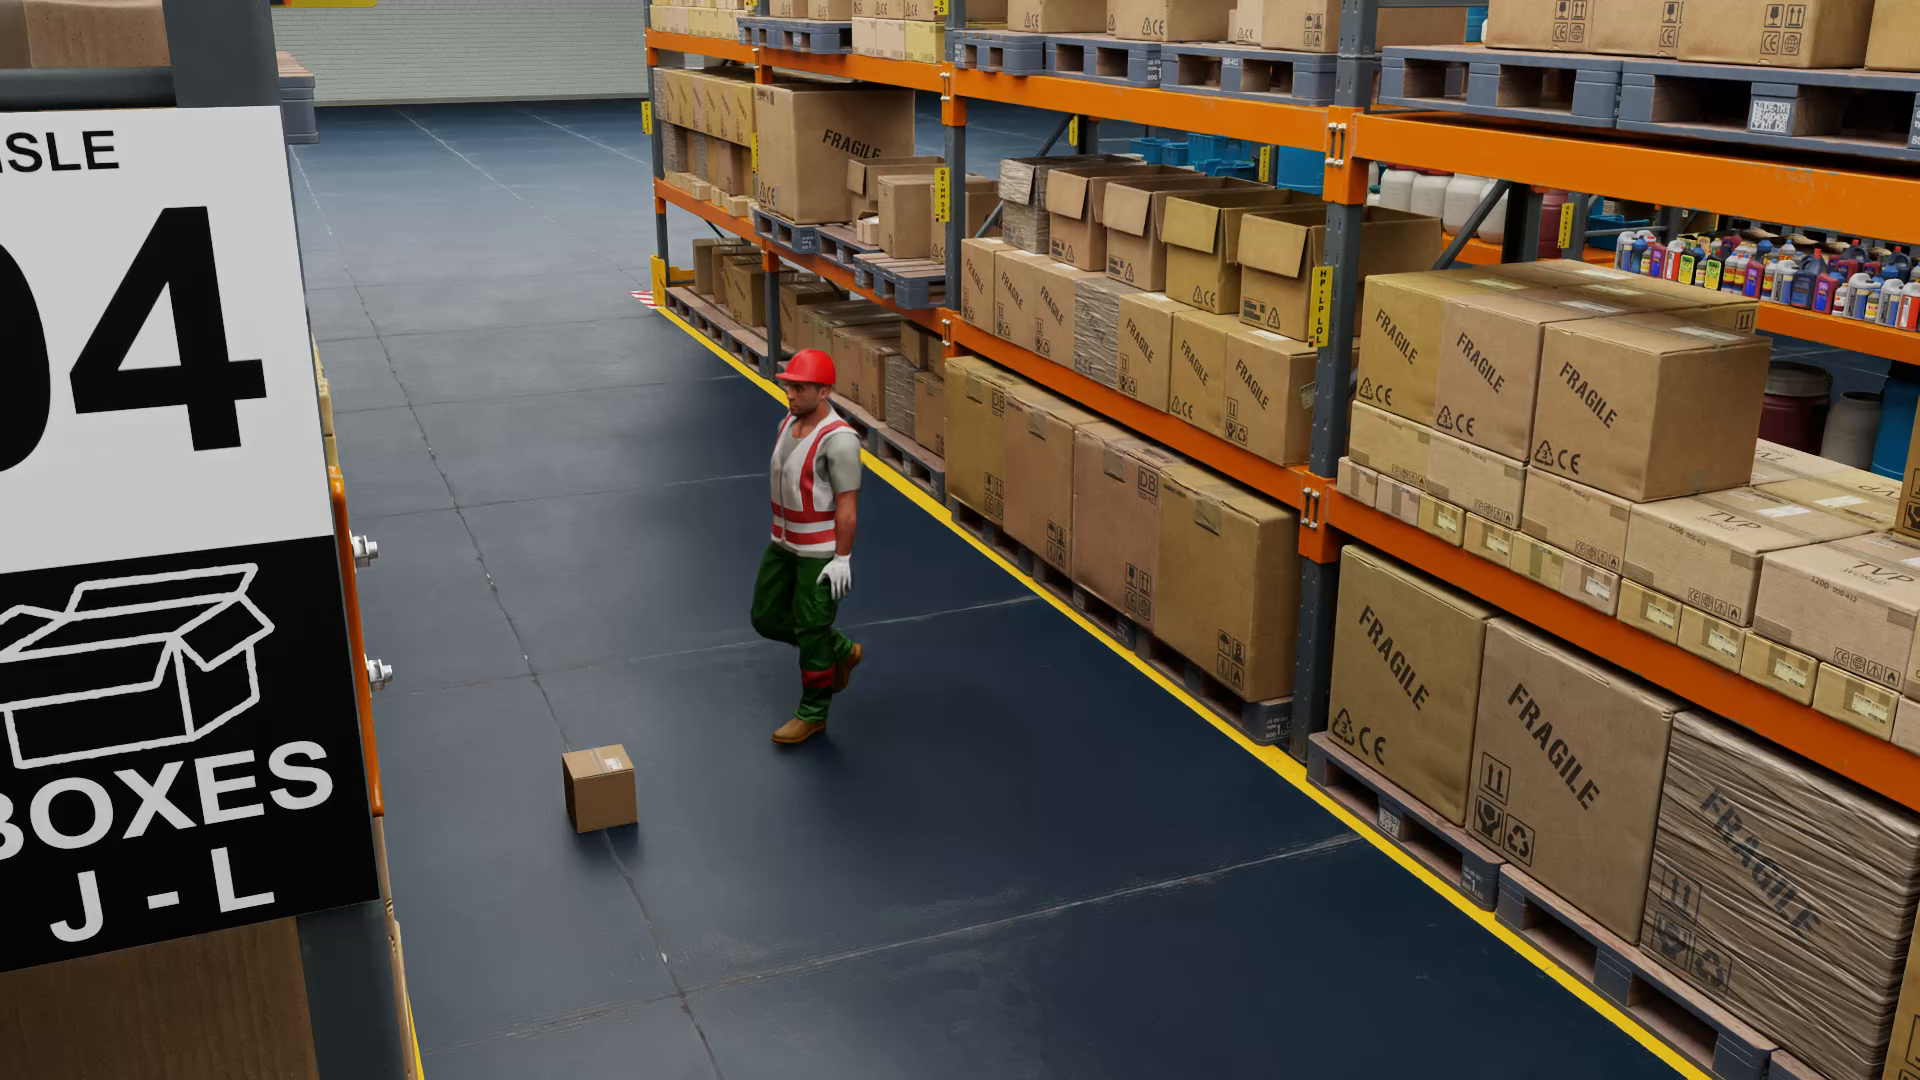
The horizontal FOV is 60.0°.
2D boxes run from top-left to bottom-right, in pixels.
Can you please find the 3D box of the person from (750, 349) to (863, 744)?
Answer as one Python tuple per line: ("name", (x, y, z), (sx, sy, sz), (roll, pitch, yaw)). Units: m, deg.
("person", (-0.640, 0.021, 7.380), (0.562, 1.780, 0.591), (-16, 24, -38))
